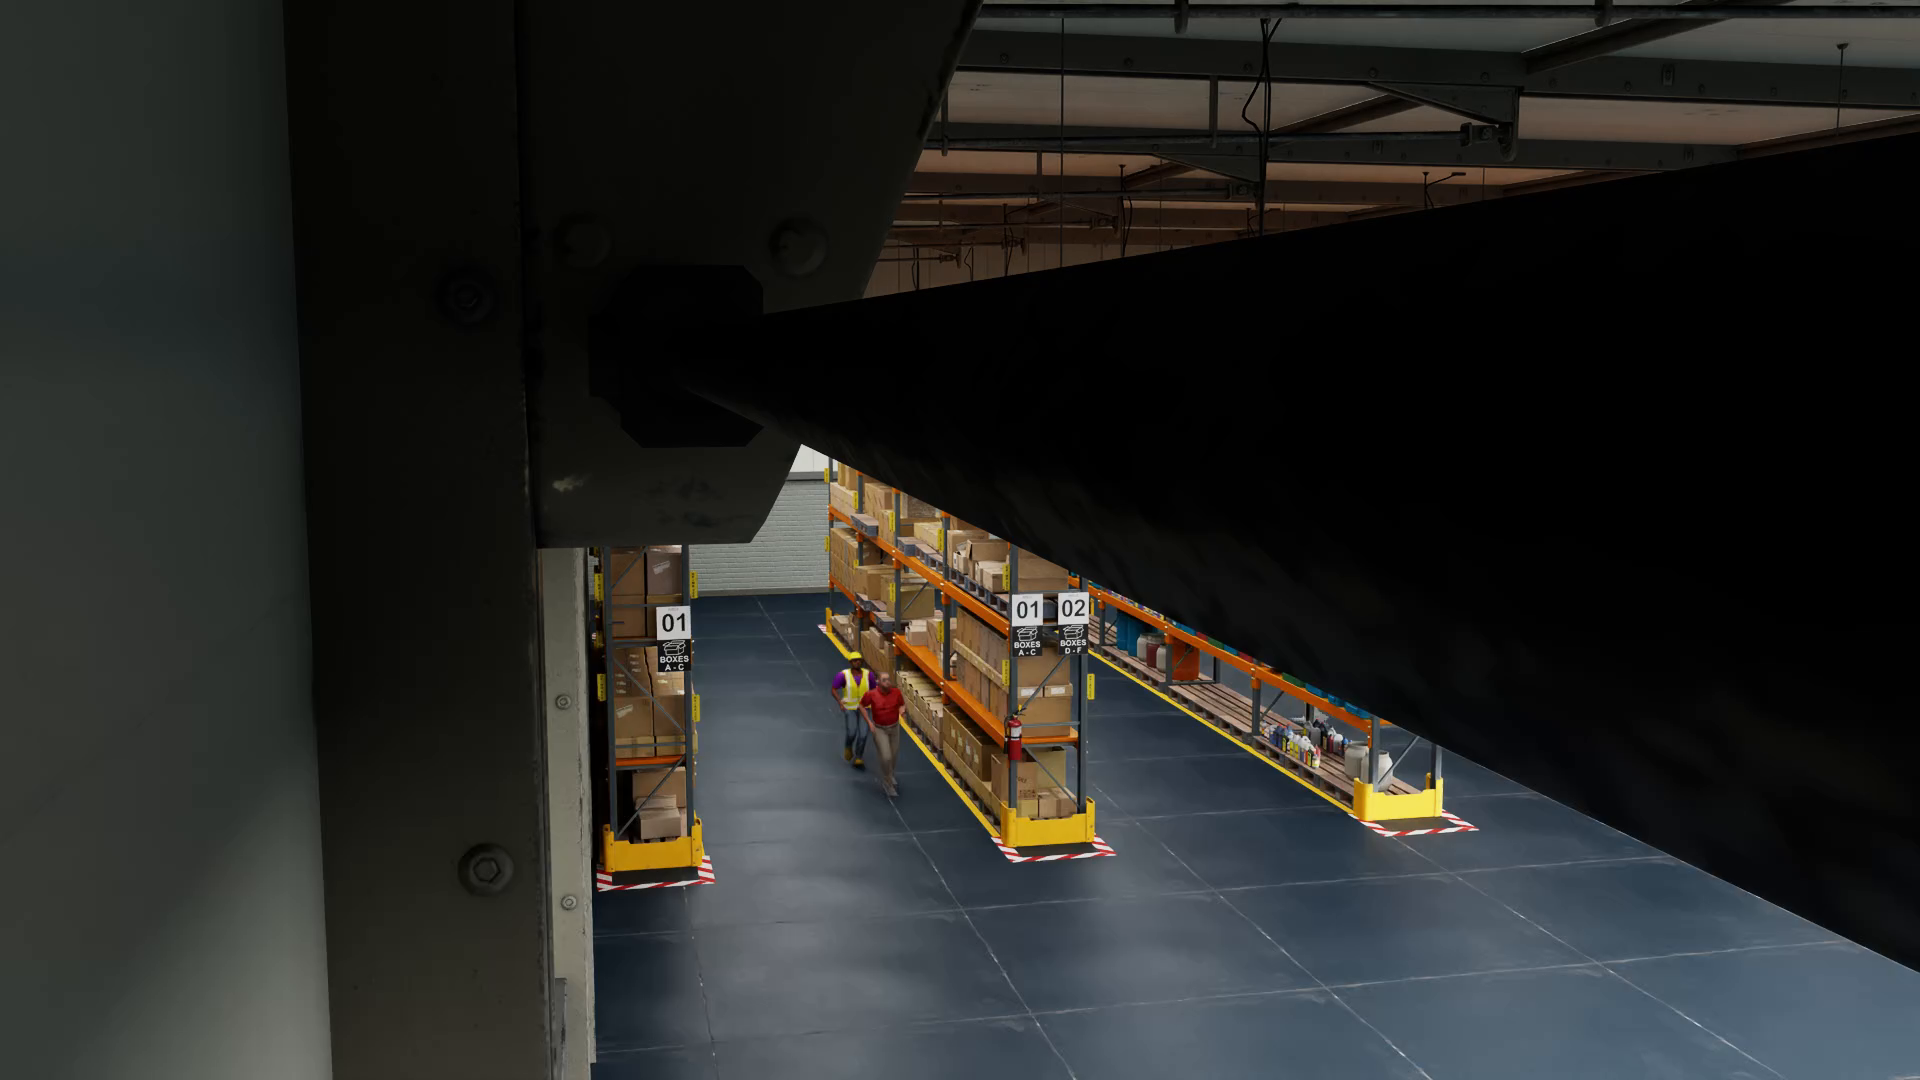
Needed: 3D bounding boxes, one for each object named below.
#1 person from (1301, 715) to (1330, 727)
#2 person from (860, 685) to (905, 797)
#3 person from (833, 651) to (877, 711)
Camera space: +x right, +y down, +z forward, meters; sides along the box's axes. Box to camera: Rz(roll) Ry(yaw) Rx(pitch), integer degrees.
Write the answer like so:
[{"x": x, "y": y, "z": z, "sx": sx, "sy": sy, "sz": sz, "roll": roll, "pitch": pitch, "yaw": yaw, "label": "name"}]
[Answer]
[{"x": 5.946, "y": 2.251, "z": 27.475, "sx": 0.572, "sy": 1.652, "sz": 0.473, "roll": -1, "pitch": 7, "yaw": -4, "label": "person"}, {"x": -1.079, "y": 2.835, "z": 23.409, "sx": 0.613, "sy": 1.552, "sz": 0.613, "roll": -3, "pitch": 8, "yaw": -27, "label": "person"}, {"x": -1.557, "y": 2.105, "z": 24.878, "sx": 0.677, "sy": 0.884, "sz": 0.359, "roll": -2, "pitch": 7, "yaw": -14, "label": "person"}]
